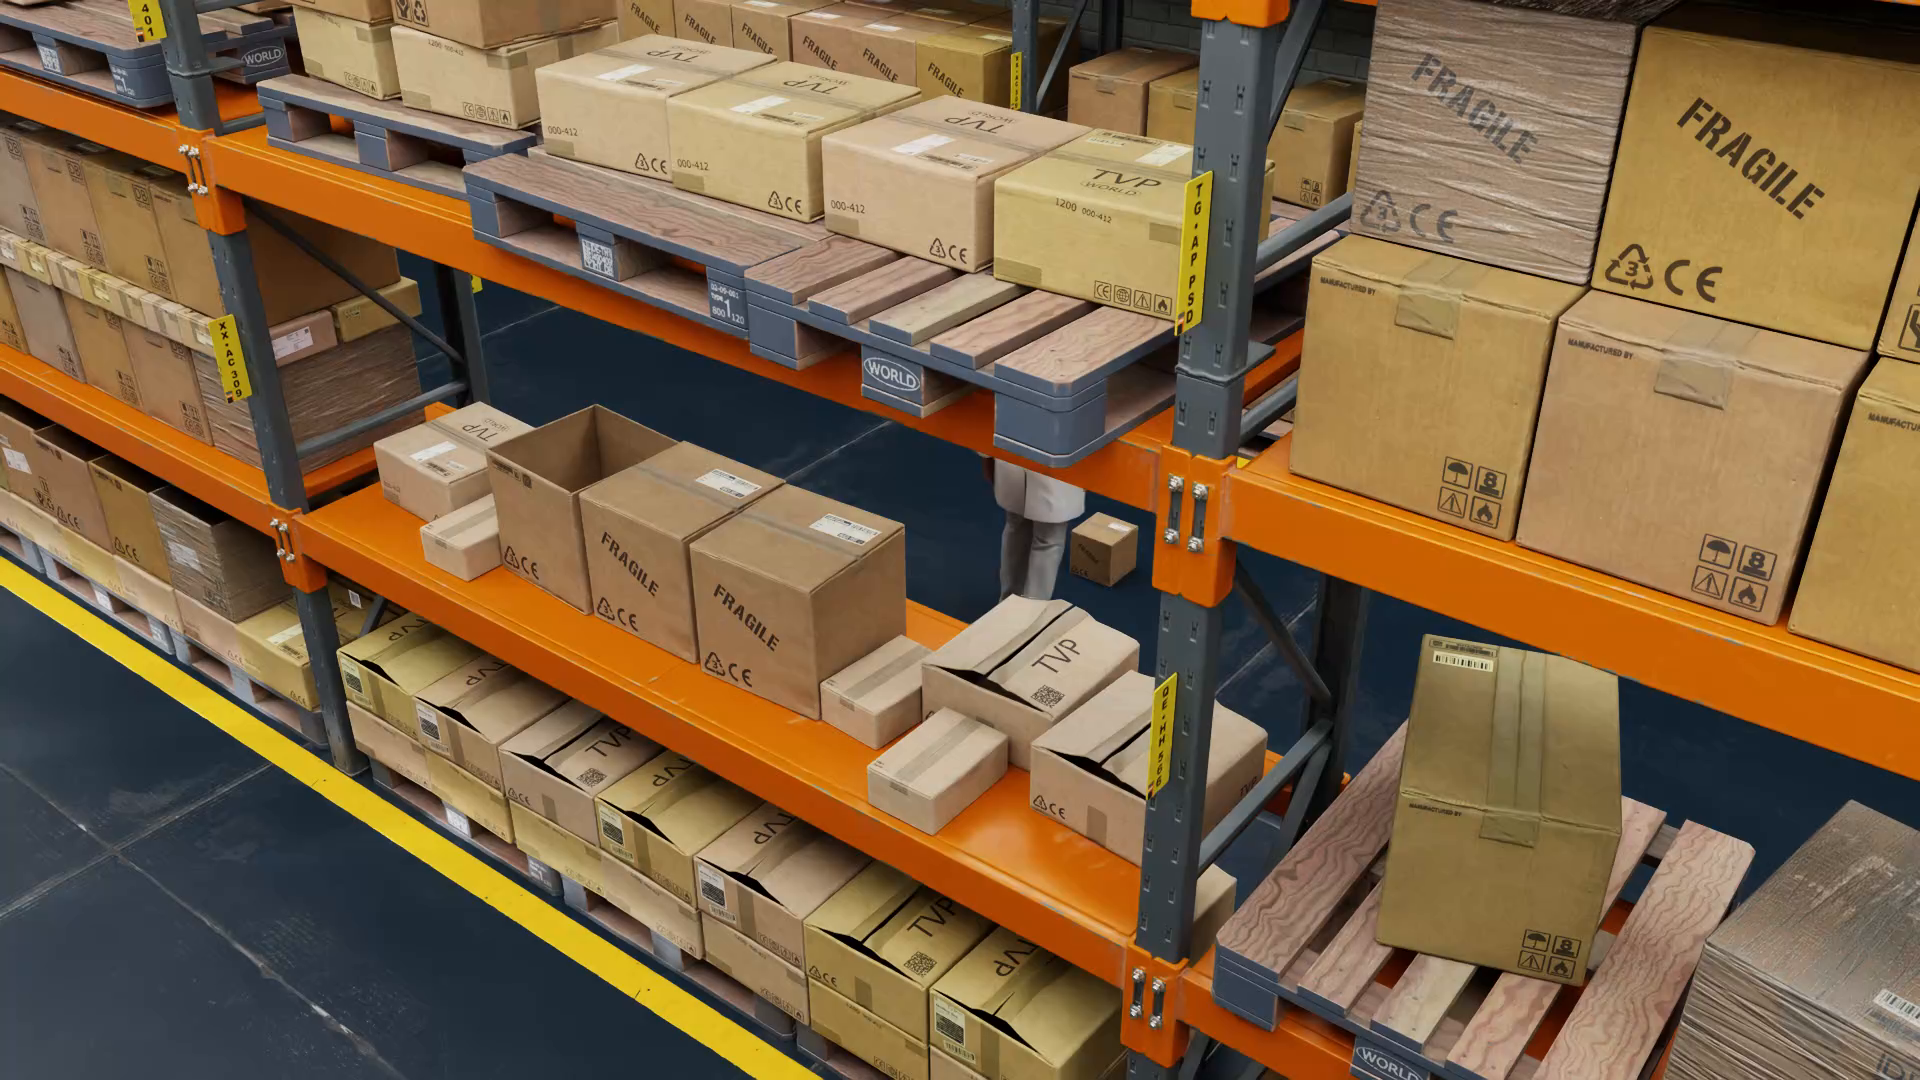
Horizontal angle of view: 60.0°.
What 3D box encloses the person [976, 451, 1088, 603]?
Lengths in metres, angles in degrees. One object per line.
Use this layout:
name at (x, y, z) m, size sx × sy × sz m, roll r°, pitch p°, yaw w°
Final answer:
person at (0.366, -0.321, 7.791) m, size 0.600 × 1.700 × 0.586 m, roll 15°, pitch 34°, yaw 24°
